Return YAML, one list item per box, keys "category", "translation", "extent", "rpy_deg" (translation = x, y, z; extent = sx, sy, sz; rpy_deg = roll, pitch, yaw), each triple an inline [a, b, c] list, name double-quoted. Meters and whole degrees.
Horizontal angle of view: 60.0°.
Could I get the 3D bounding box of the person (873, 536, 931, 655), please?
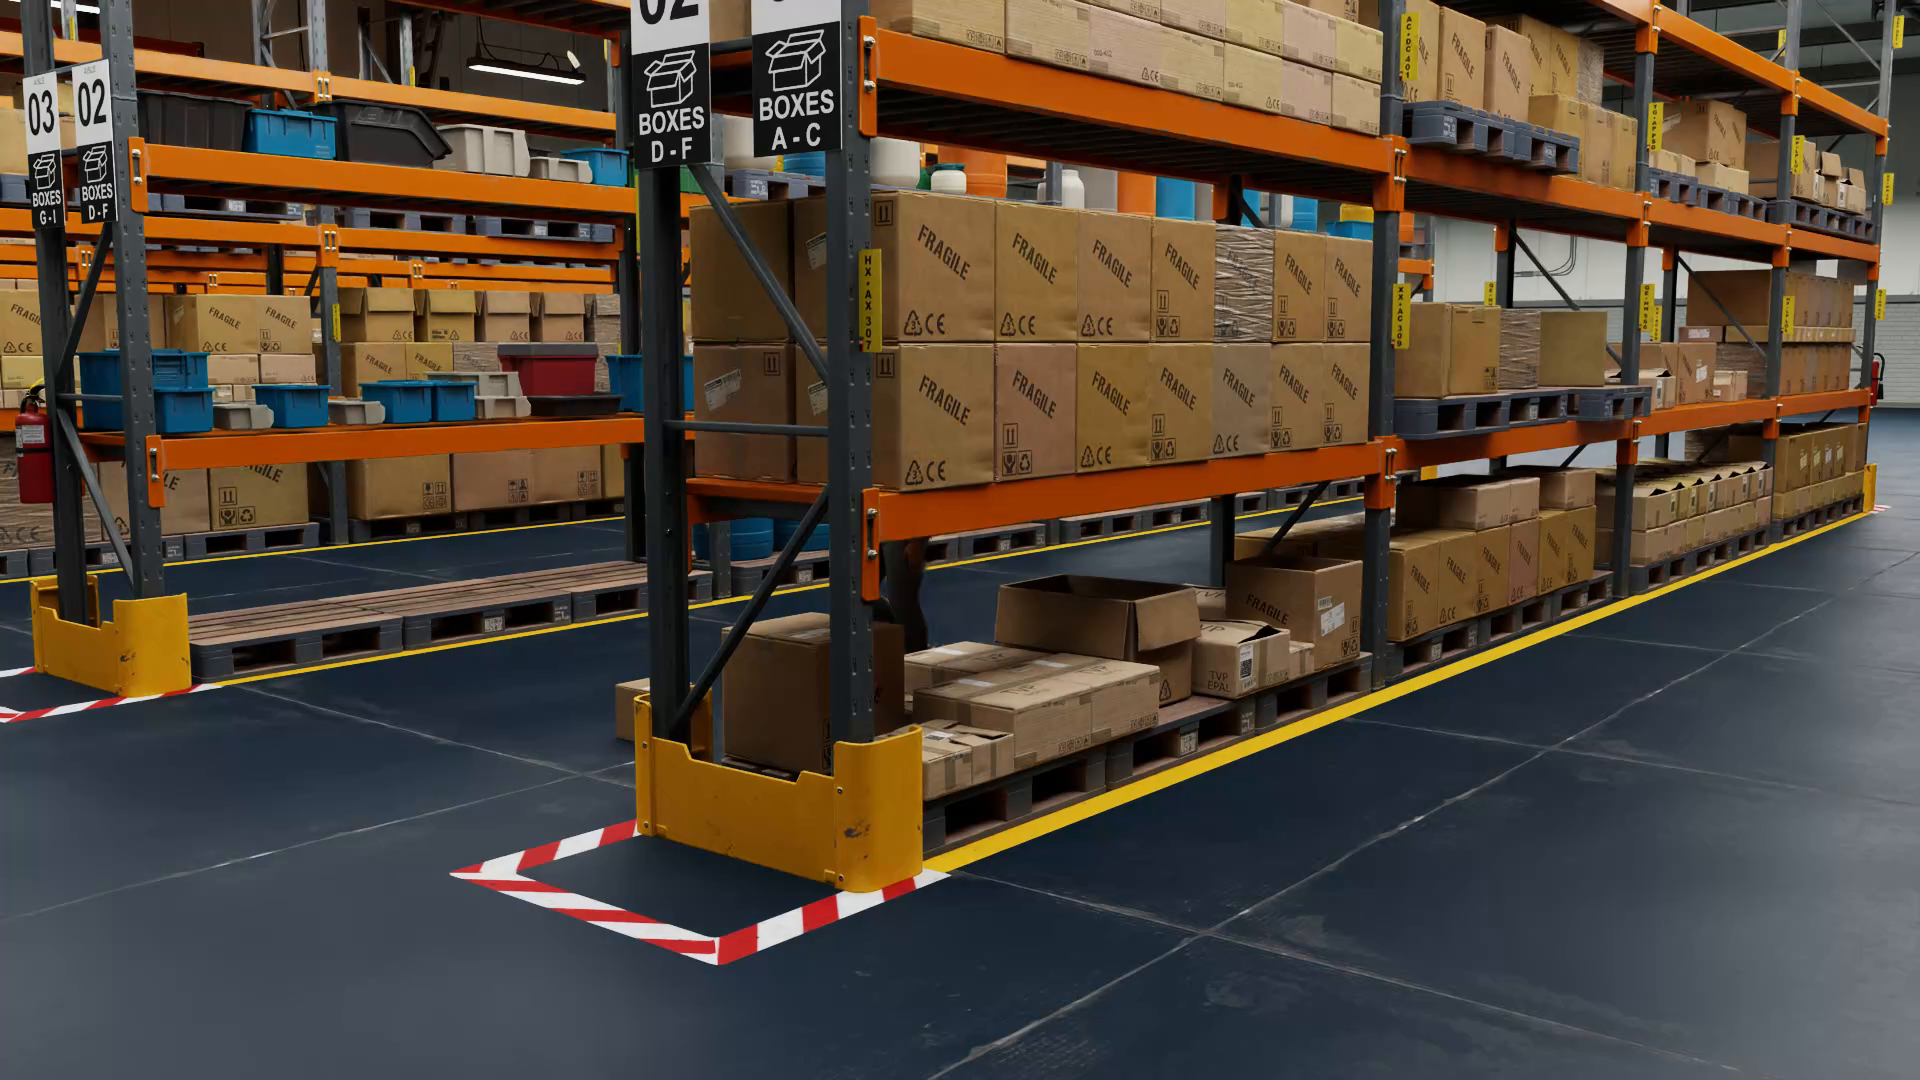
- category: "person"
  translation: [-0.307, -0.034, 8.472]
  extent: [0.466, 1.649, 0.511]
  rpy_deg: [-4, 8, -33]
